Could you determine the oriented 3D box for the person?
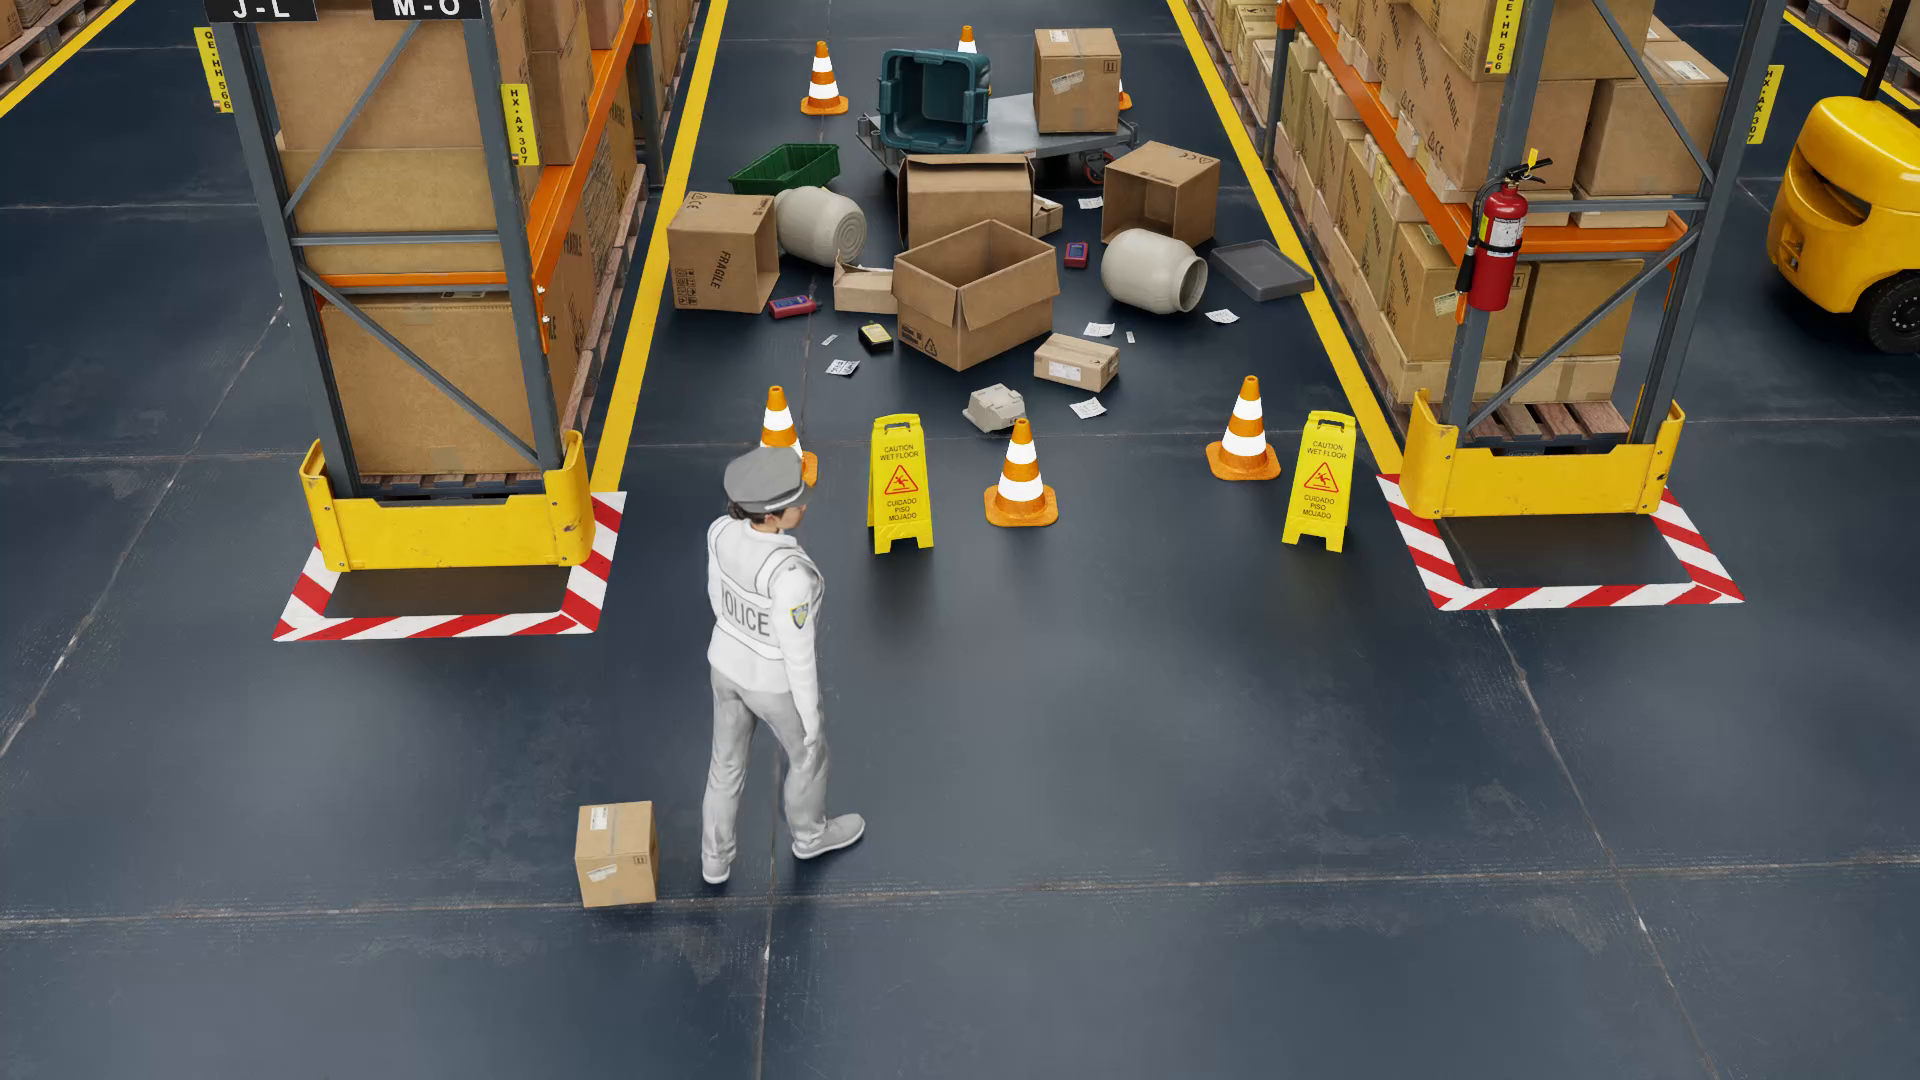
[{"bbox_3d":[-0.641,0.448,5.505,0.507,1.665,0.590,27,43,32],"label":"person"}]
